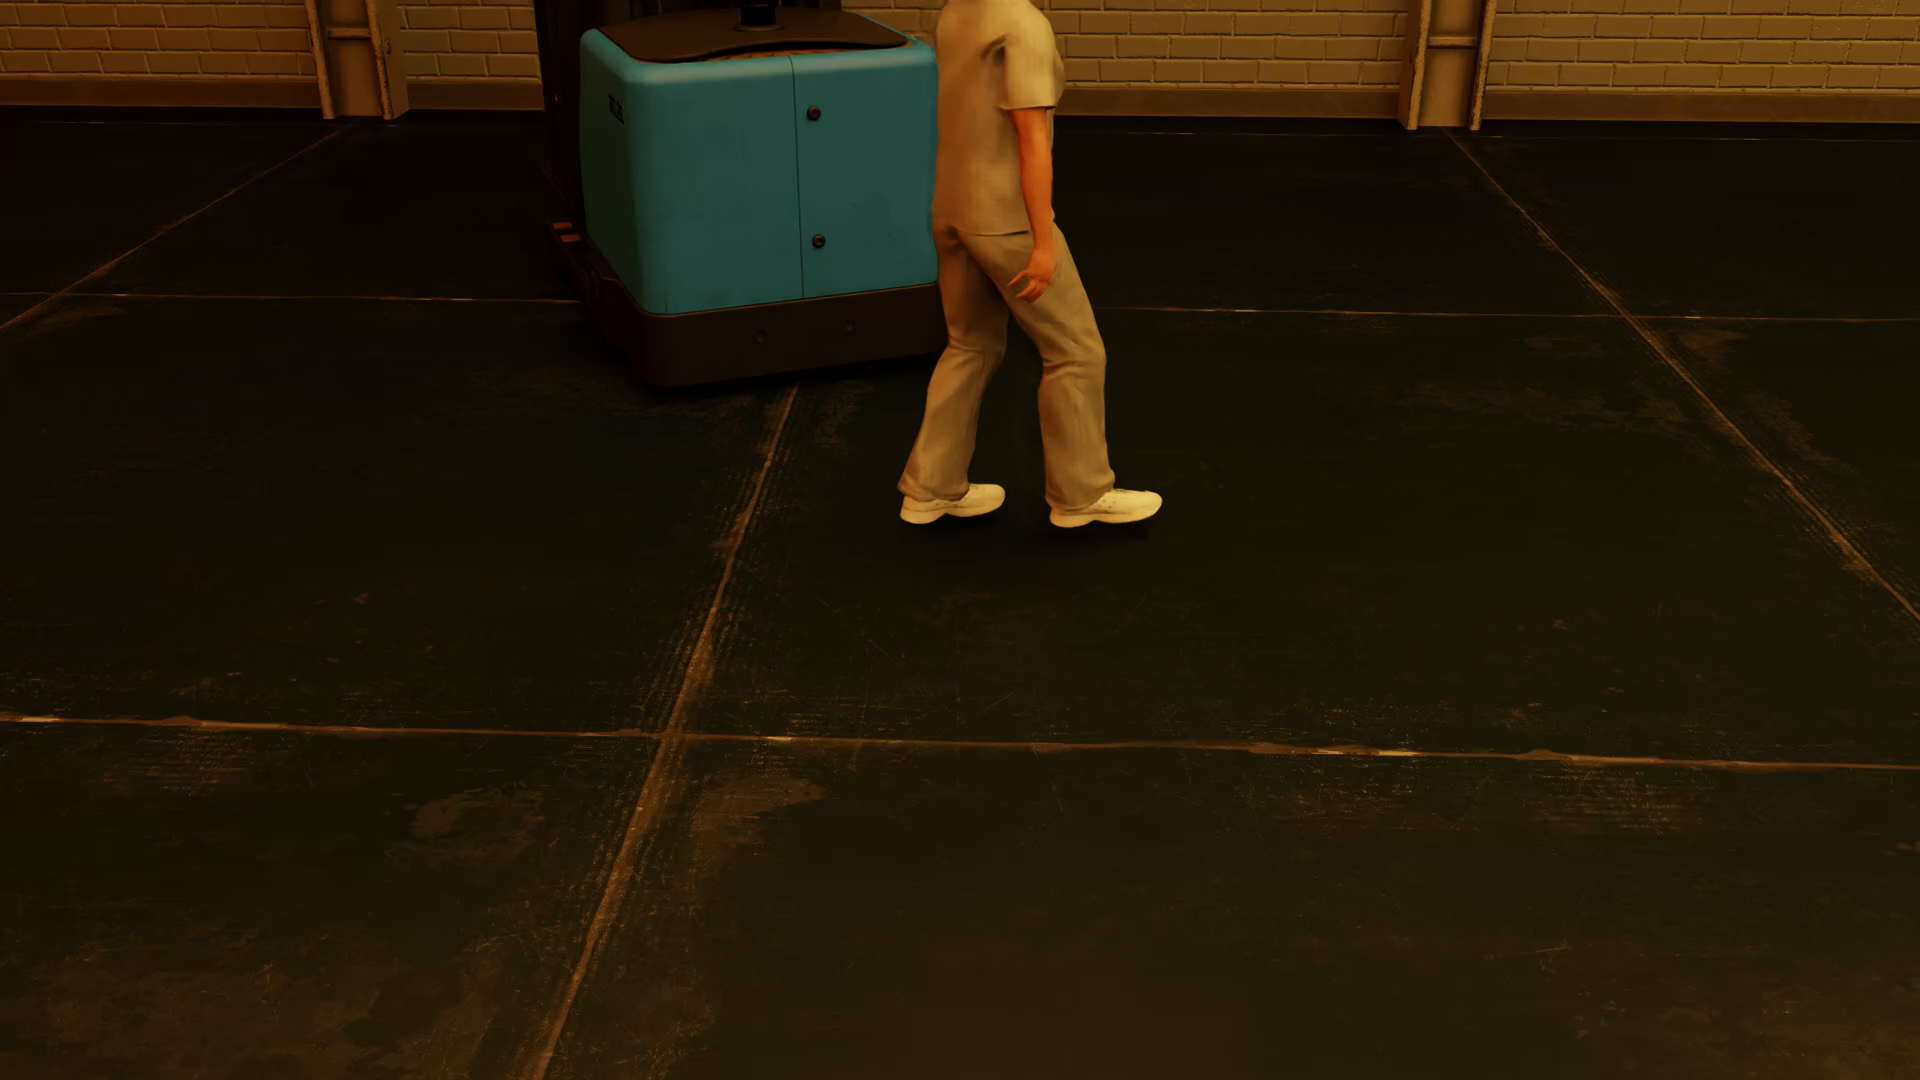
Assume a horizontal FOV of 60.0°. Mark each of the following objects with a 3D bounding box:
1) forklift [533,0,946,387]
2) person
[{"bbox_3d":[-1.062,-2.436,6.147,1.130,2.935,3.031,-10,28,-19],"label":"forklift"},{"bbox_3d":[0.159,-0.817,4.226,0.628,1.650,0.571,-14,29,-26],"label":"person"}]
